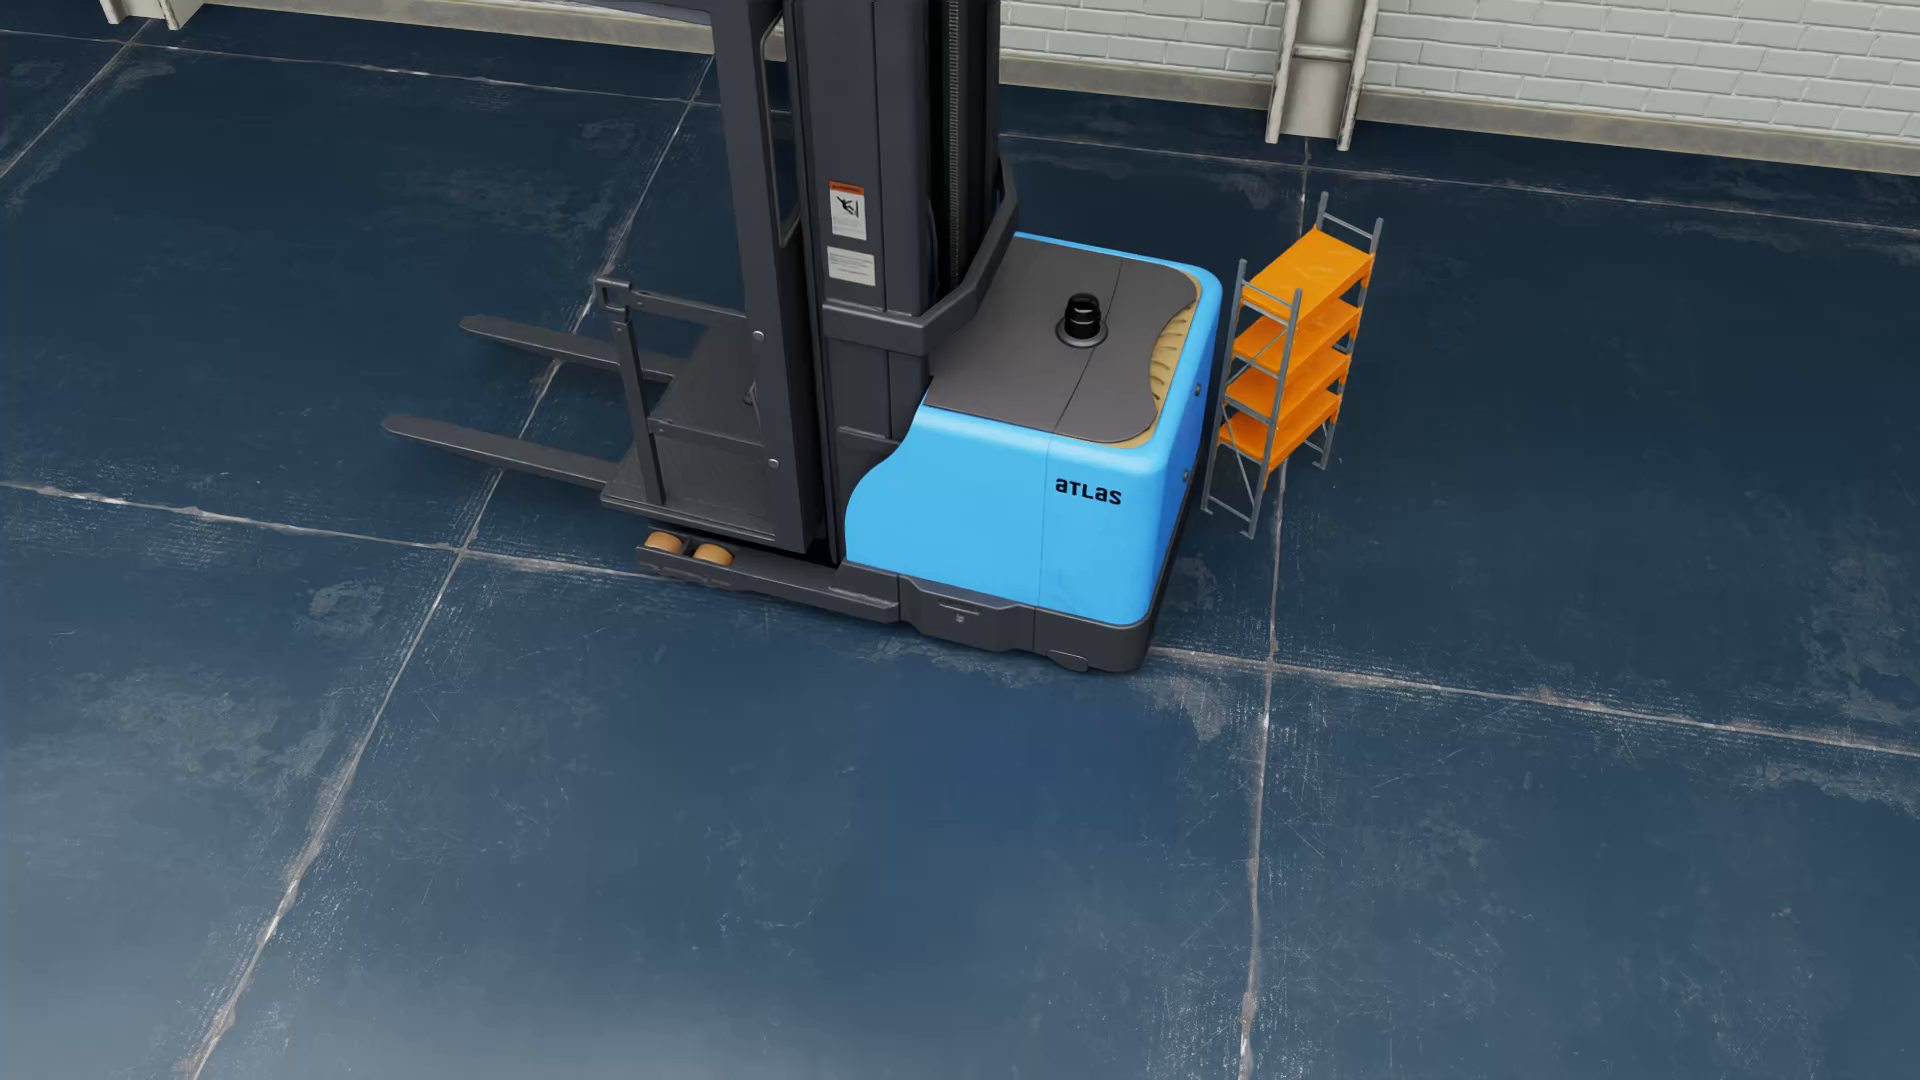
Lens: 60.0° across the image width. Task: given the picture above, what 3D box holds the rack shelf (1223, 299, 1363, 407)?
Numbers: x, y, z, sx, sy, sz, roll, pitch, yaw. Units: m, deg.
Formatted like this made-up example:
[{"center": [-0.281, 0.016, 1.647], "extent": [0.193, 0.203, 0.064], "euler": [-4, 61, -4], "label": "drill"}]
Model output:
[{"center": [1.174, -0.704, 5.865], "extent": [0.258, 0.148, 0.480], "euler": [33, 56, 26], "label": "rack shelf"}]

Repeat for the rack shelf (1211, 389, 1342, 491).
[{"center": [1.174, -0.422, 6.179], "extent": [0.258, 0.148, 0.480], "euler": [33, 56, 26], "label": "rack shelf"}]

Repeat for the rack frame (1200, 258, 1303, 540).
[{"center": [1.012, -0.463, 5.859], "extent": [0.240, 1.200, 0.015], "euler": [33, 56, 26], "label": "rack frame"}]

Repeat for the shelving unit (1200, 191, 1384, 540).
[{"center": [1.174, -0.599, 5.982], "extent": [0.258, 1.200, 0.503], "euler": [33, 56, 26], "label": "shelving unit"}]

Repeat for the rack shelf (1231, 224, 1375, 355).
[{"center": [1.174, -0.862, 5.689], "extent": [0.258, 0.148, 0.480], "euler": [33, 56, 26], "label": "rack shelf"}]

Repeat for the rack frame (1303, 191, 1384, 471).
[{"center": [1.335, -0.735, 6.104], "extent": [0.240, 1.200, 0.015], "euler": [33, 56, 26], "label": "rack frame"}]

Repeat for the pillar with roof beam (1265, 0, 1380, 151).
[{"center": [0.917, -1.846, 1.859], "extent": [0.400, 9.000, 9.100], "euler": [8, 49, 7], "label": "pillar with roof beam"}]

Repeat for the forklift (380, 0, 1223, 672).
[{"center": [-0.671, -1.166, 5.327], "extent": [3.031, 2.935, 1.130], "euler": [13, 49, 12], "label": "forklift"}]

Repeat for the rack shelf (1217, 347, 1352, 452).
[{"center": [1.174, -0.554, 6.032], "extent": [0.258, 0.148, 0.480], "euler": [33, 56, 26], "label": "rack shelf"}]
